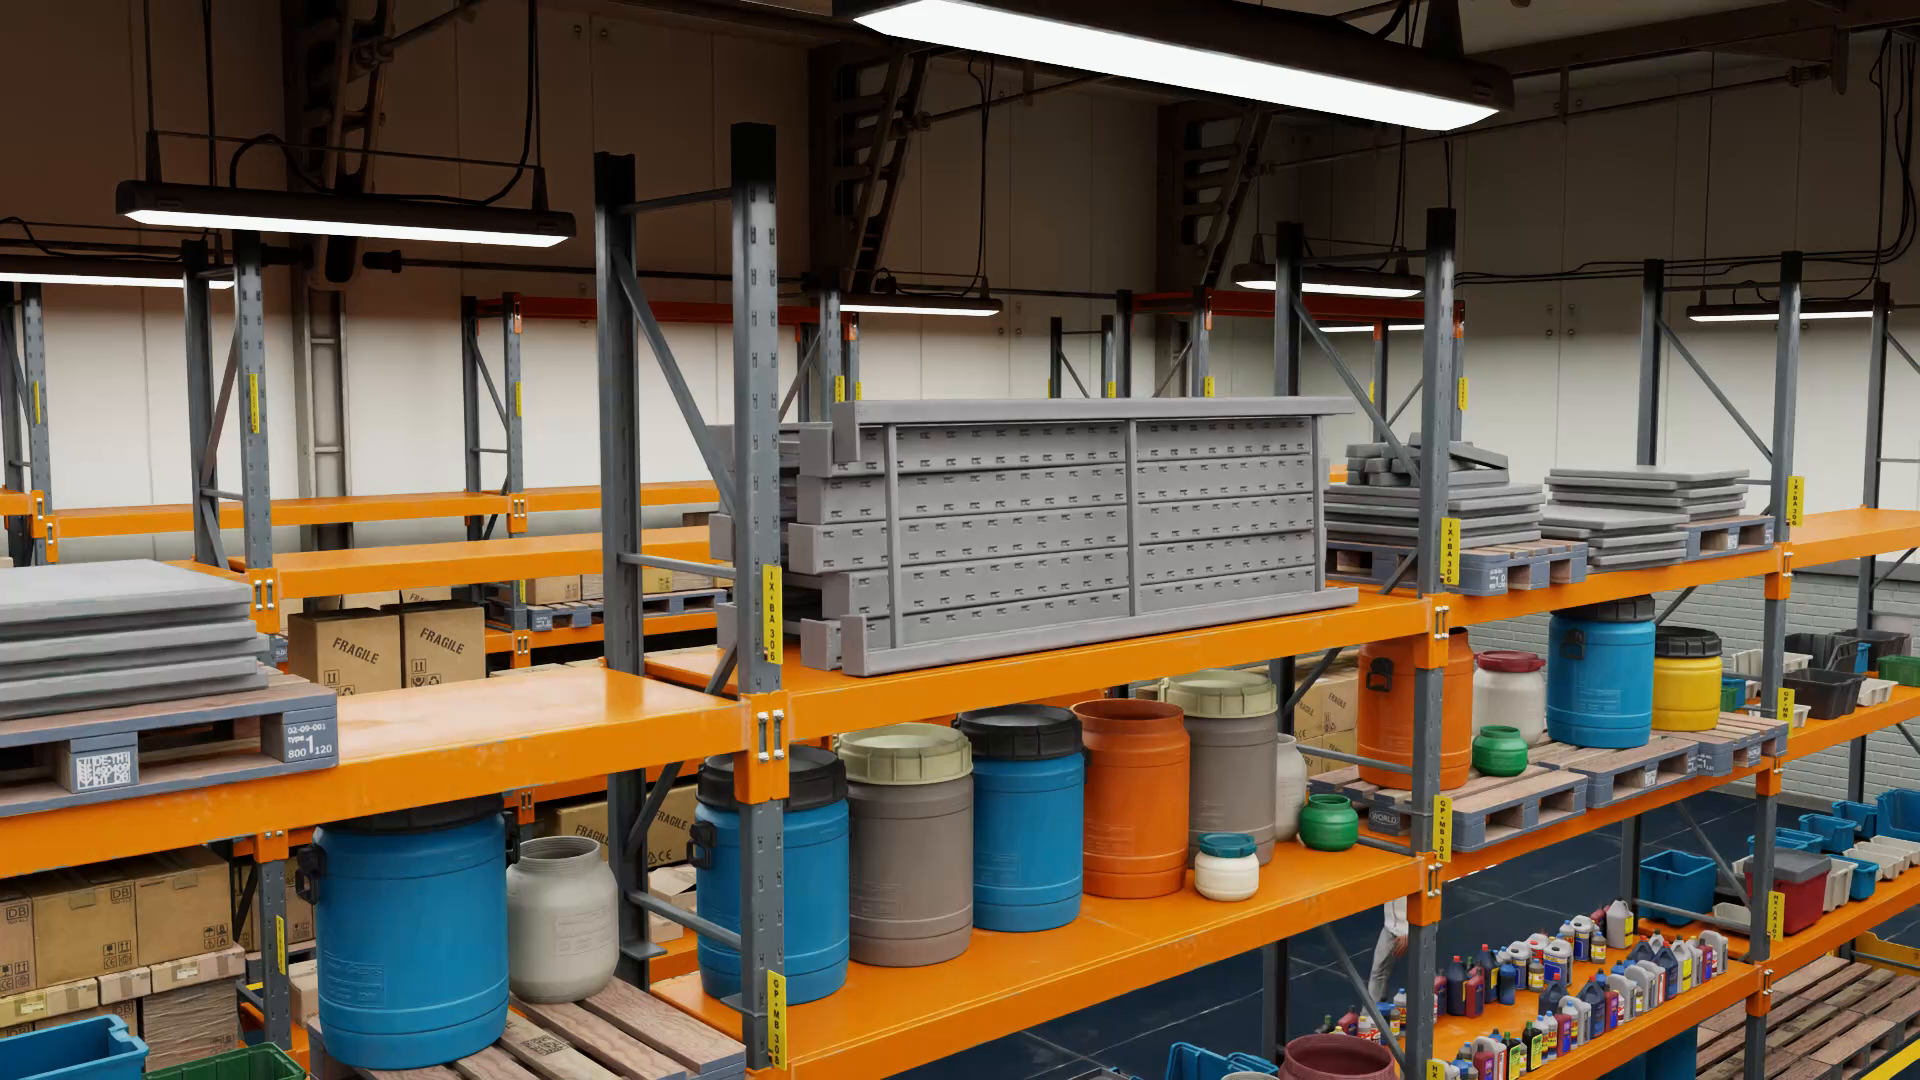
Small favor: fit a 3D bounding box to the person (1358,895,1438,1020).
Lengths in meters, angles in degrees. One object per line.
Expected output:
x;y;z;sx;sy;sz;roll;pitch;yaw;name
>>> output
3.443;3.058;13.018;1.003;1.711;0.582;-3;6;-28;person
